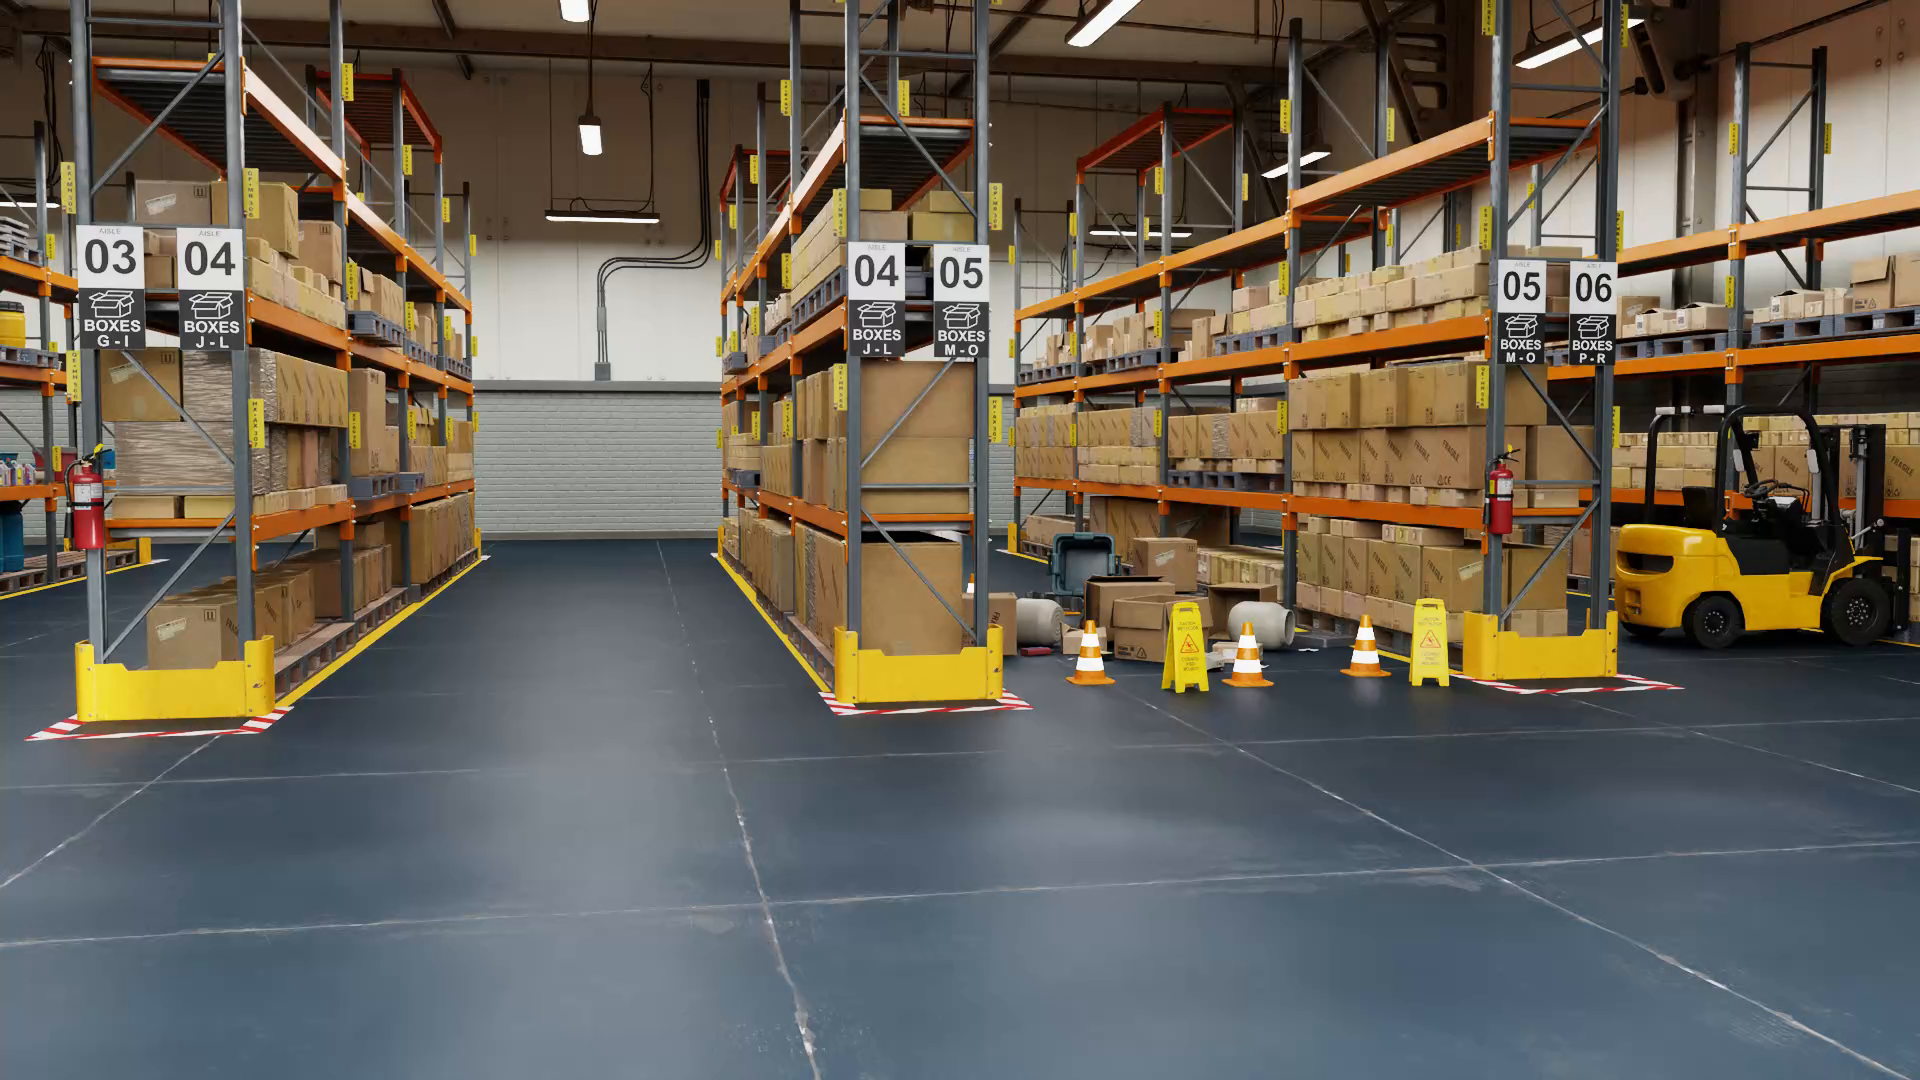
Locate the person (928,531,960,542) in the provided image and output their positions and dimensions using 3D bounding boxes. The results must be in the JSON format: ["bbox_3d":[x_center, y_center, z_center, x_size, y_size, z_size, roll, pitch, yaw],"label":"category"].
[{"bbox_3d":[-0.202,-0.096,18.706,0.457,1.691,0.528,-1,3,-12],"label":"person"}]
